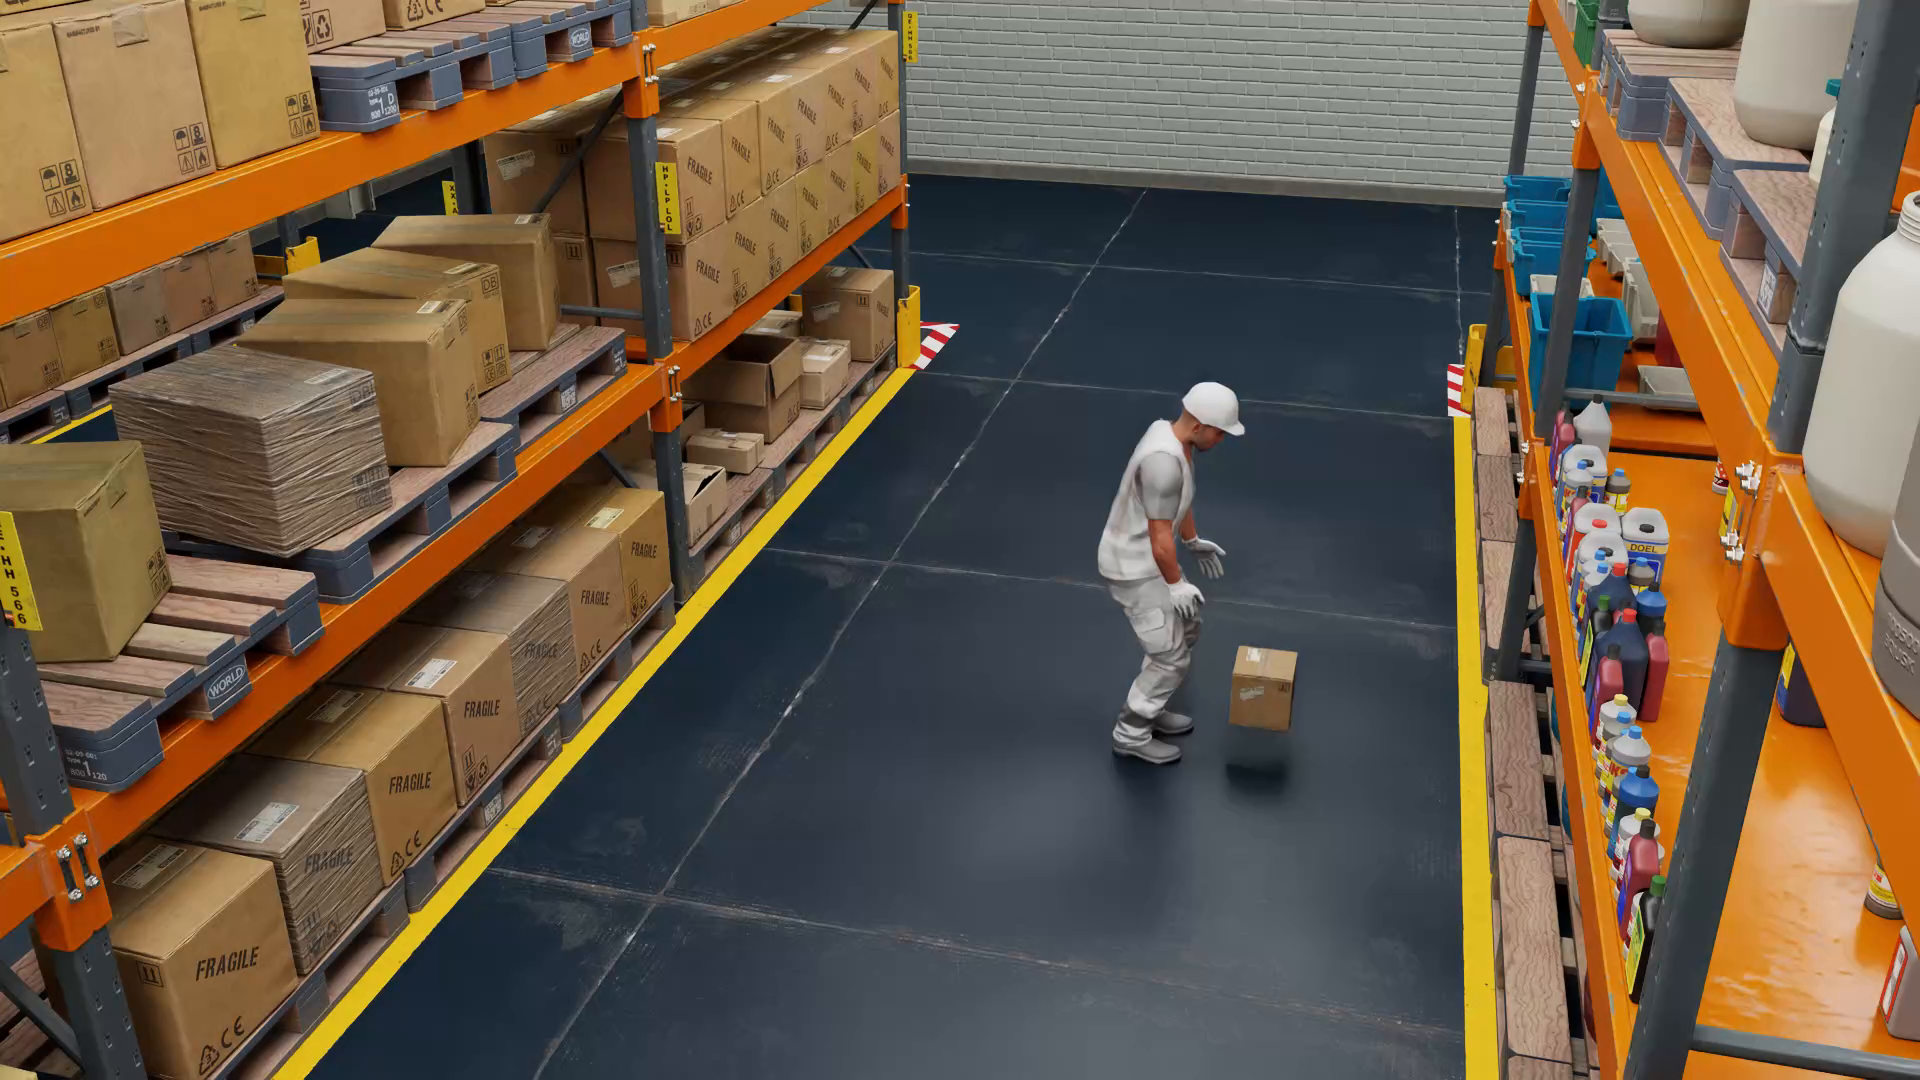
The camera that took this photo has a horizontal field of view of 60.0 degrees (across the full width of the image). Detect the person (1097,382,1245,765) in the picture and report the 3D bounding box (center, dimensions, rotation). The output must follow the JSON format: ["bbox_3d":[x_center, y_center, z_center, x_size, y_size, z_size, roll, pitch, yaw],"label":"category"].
[{"bbox_3d":[0.868,0.115,6.982,0.558,1.666,0.560,7,26,14],"label":"person"}]
